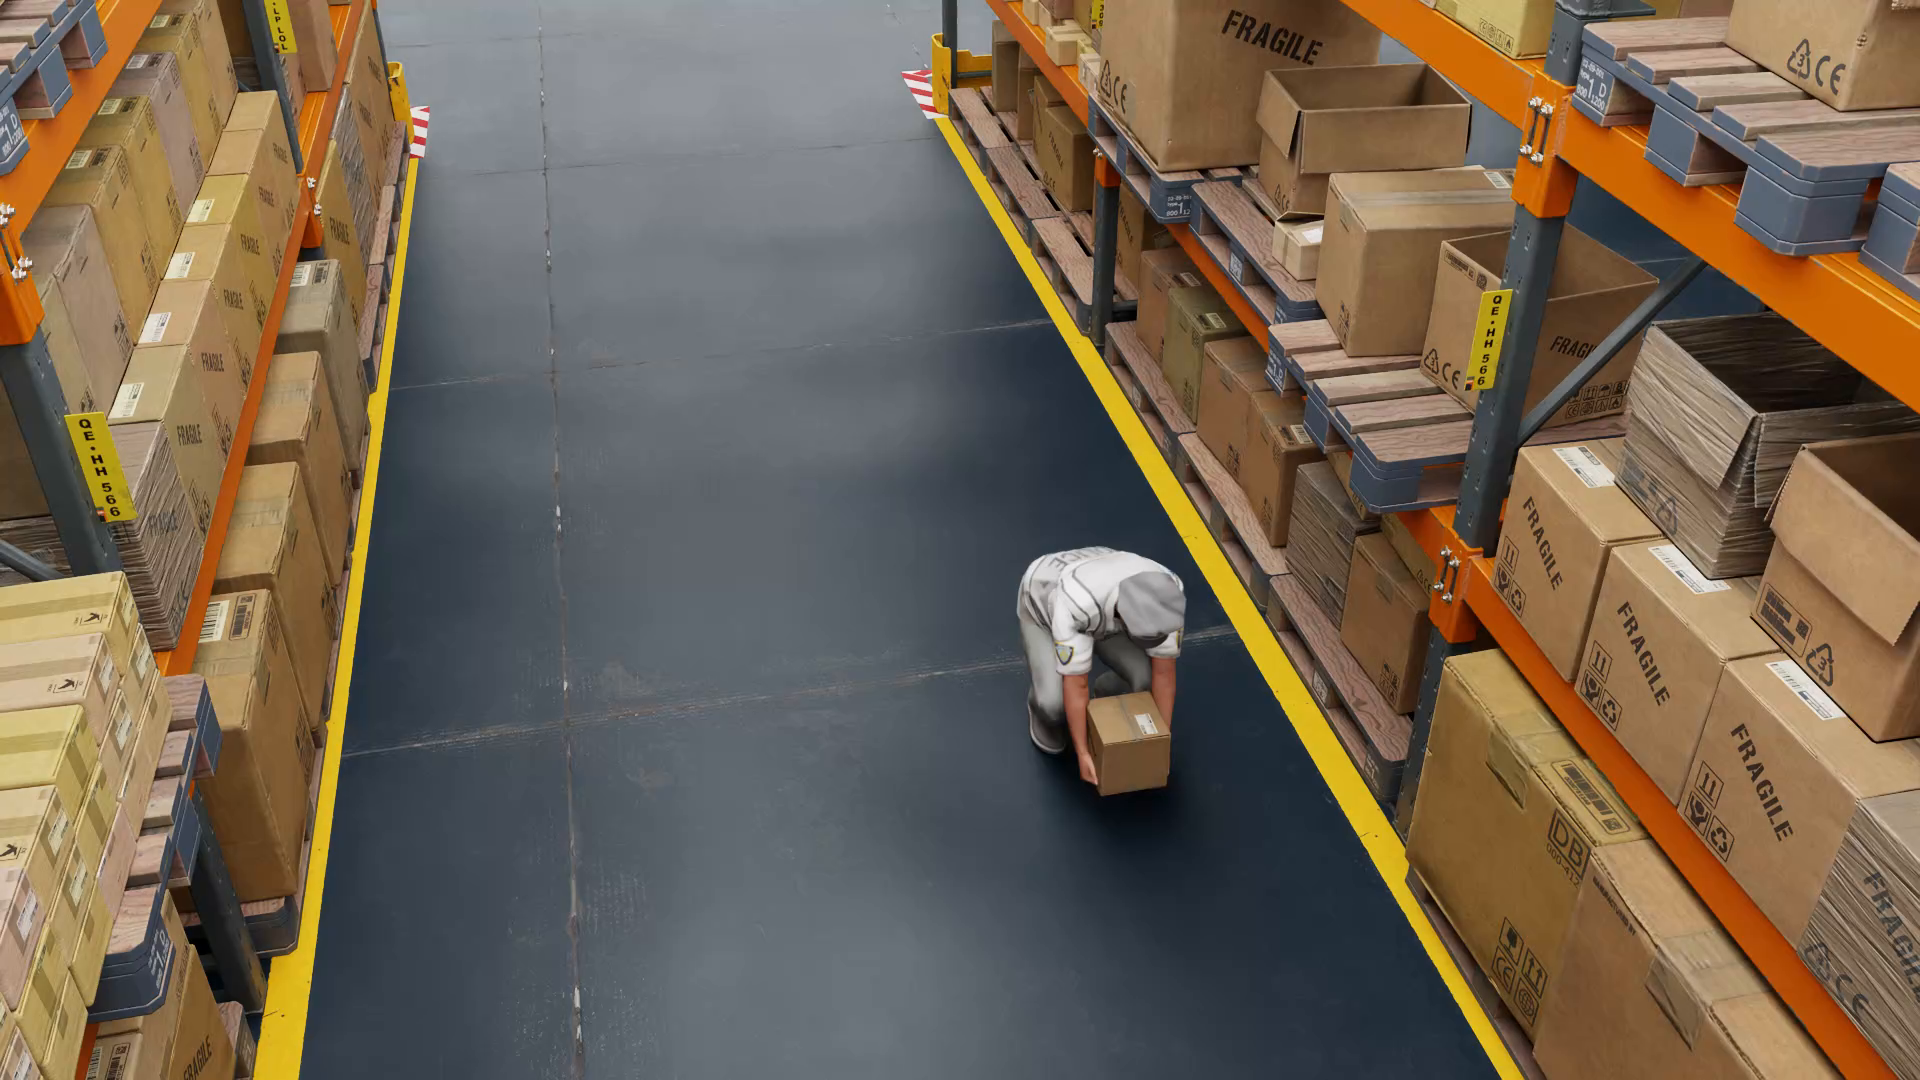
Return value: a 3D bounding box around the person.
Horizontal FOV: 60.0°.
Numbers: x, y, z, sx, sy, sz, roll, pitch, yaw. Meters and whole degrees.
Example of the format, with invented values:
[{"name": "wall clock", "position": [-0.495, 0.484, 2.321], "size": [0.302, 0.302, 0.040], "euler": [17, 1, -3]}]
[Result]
[{"name": "person", "position": [0.525, 0.393, 6.221], "size": [0.533, 1.022, 0.932], "euler": [-8, 35, -12]}]
